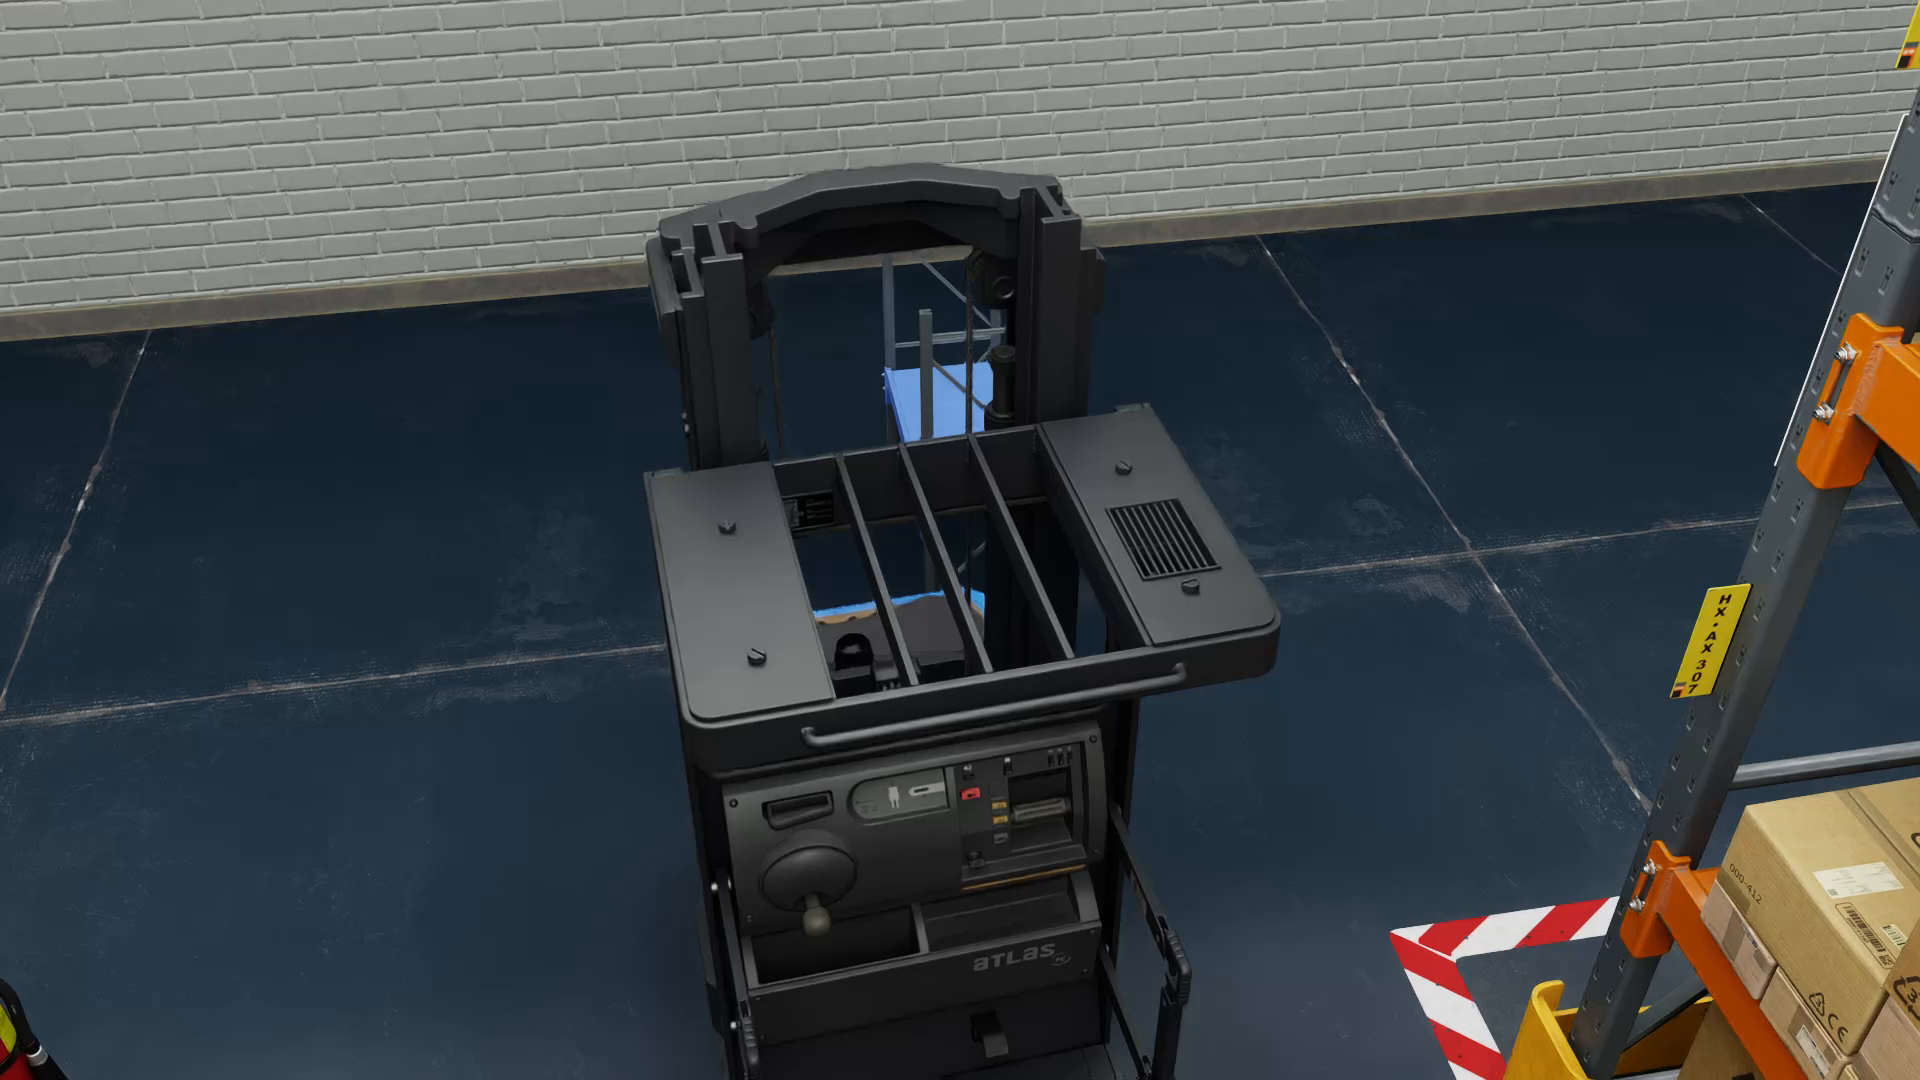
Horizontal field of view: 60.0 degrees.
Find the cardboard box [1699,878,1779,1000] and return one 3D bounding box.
[{"bbox_3d":[1.970,0.897,3.855,0.380,0.149,0.250,-6,38,-7],"label":"cardboard box"}]

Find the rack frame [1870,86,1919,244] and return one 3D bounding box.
[{"bbox_3d":[2.232,-1.821,2.260,1.000,3.000,0.127,-6,38,-8],"label":"rack frame"}]

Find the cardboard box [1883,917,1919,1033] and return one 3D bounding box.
[{"bbox_3d":[2.138,0.814,3.025,0.500,0.500,0.500,-7,38,-9],"label":"cardboard box"}]

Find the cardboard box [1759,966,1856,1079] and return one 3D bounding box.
[{"bbox_3d":[2.016,1.052,3.656,0.380,0.149,0.250,-7,38,-9],"label":"cardboard box"}]

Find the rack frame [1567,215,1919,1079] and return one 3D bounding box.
[{"bbox_3d":[2.232,0.548,4.100,1.000,3.000,0.127,-6,38,-8],"label":"rack frame"}]

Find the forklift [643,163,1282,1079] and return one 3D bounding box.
[{"bbox_3d":[-0.043,0.775,3.863,1.130,2.935,3.031,-9,39,-11],"label":"forklift"}]

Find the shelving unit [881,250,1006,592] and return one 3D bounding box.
[{"bbox_3d":[0.015,-0.541,6.724,0.538,1.500,1.048,-6,38,-8],"label":"shelving unit"}]

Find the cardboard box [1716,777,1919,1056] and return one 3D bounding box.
[{"bbox_3d":[2.050,0.808,3.644,0.500,0.250,0.500,-7,38,-9],"label":"cardboard box"}]

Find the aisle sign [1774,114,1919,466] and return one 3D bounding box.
[{"bbox_3d":[1.924,-0.490,3.317,0.394,0.787,0.004,-6,38,-8],"label":"aisle sign"}]

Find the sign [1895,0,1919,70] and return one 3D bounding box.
[{"bbox_3d":[1.685,-0.957,2.815,0.100,0.325,0.005,-6,38,-8],"label":"sign"}]

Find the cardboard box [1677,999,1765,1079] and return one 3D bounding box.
[{"bbox_3d":[2.423,1.599,4.137,0.875,0.875,0.875,-6,38,-8],"label":"cardboard box"}]

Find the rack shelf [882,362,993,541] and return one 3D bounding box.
[{"bbox_3d":[0.015,-0.399,6.834,0.538,0.185,1.000,-6,38,-8],"label":"rack shelf"}]

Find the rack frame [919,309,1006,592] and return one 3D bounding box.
[{"bbox_3d":[0.104,-0.234,6.328,0.500,1.500,0.032,-6,38,-8],"label":"rack frame"}]

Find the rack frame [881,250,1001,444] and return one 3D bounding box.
[{"bbox_3d":[-0.074,-0.848,7.119,0.500,1.500,0.032,-6,38,-8],"label":"rack frame"}]

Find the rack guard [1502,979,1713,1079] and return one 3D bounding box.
[{"bbox_3d":[2.228,1.520,4.886,1.175,0.500,0.348,-6,38,-8],"label":"rack guard"}]

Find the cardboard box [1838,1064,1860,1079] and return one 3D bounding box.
[{"bbox_3d":[2.061,1.206,3.457,0.380,0.149,0.250,-7,38,-9],"label":"cardboard box"}]

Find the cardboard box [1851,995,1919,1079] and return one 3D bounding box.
[{"bbox_3d":[2.148,1.122,3.241,0.500,0.250,0.500,-7,38,-9],"label":"cardboard box"}]

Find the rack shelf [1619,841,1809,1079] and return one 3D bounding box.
[{"bbox_3d":[2.583,2.040,2.766,1.077,0.370,4.000,-6,38,-8],"label":"rack shelf"}]

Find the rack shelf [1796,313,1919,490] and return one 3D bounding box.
[{"bbox_3d":[2.583,0.855,1.846,1.077,0.370,4.000,-6,38,-8],"label":"rack shelf"}]

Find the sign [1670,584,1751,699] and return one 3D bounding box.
[{"bbox_3d":[1.685,0.231,3.738,0.100,0.325,0.005,-6,38,-8],"label":"sign"}]
